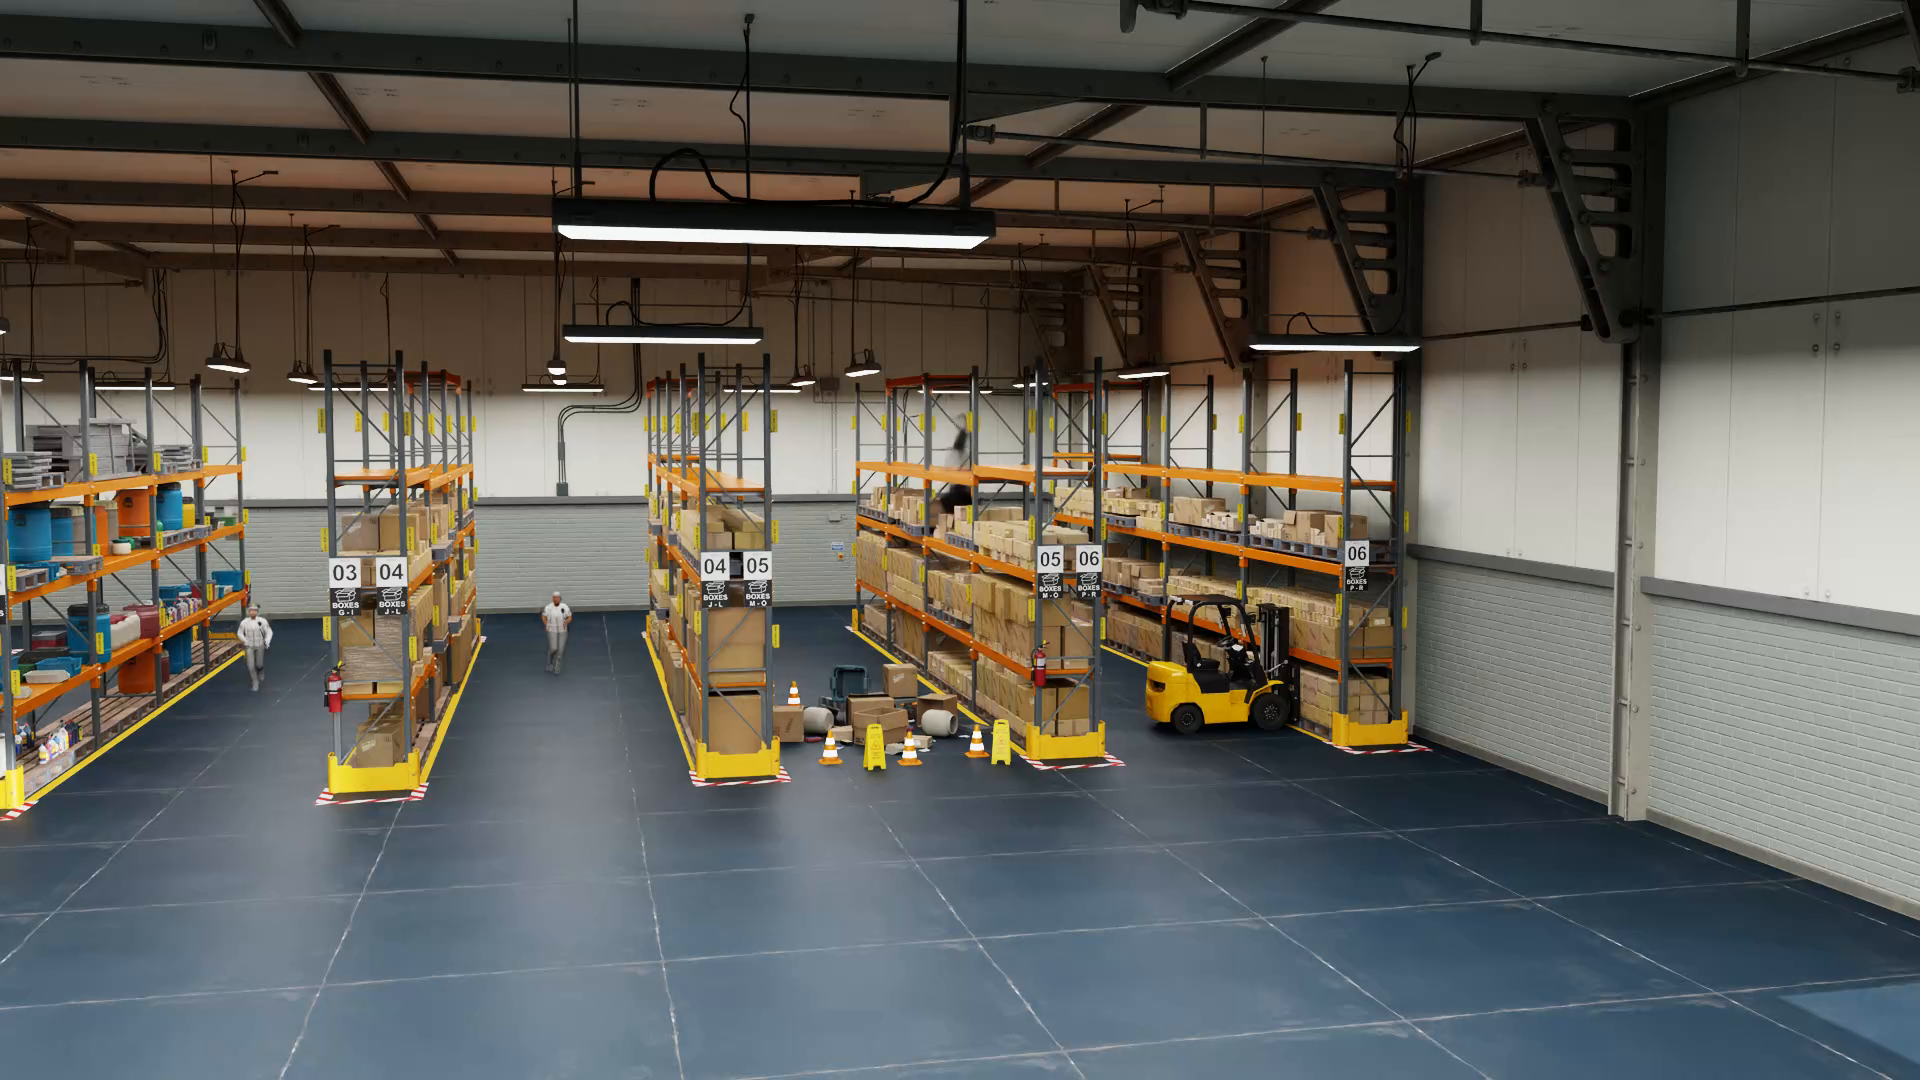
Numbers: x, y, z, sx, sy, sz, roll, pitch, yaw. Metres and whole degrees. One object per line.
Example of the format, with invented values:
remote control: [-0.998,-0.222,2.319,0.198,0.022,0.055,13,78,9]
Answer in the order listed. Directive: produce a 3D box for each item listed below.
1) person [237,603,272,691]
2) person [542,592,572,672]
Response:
person: [-13.294,2.007,31.341,0.616,1.659,0.554,-1,4,-18]
person: [-8.081,1.858,33.415,0.587,1.633,0.575,-1,4,-18]
